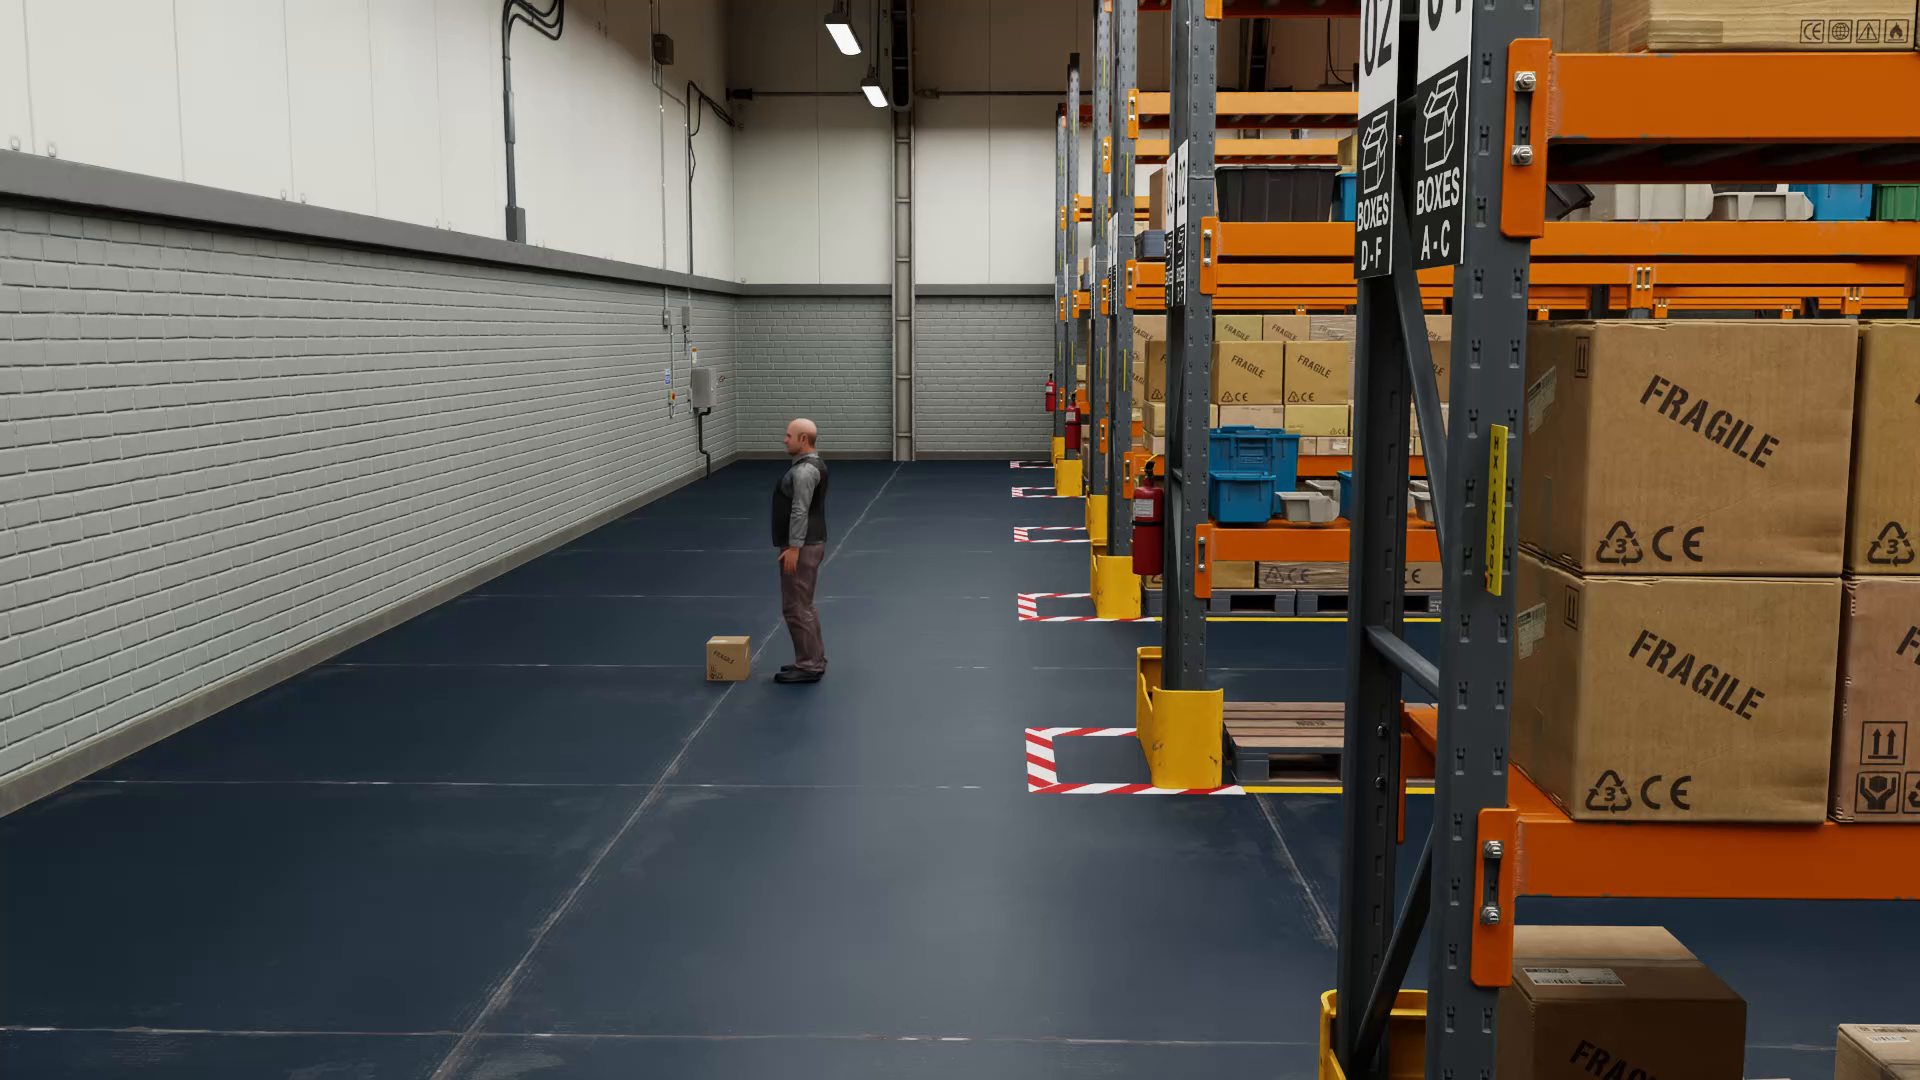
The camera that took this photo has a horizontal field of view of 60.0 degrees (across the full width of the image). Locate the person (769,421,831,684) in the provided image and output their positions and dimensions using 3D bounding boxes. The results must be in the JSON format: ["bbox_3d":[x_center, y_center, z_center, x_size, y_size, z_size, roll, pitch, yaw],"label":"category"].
[{"bbox_3d":[-1.035,0.075,10.881,0.374,1.702,0.543,0,7,2],"label":"person"}]
